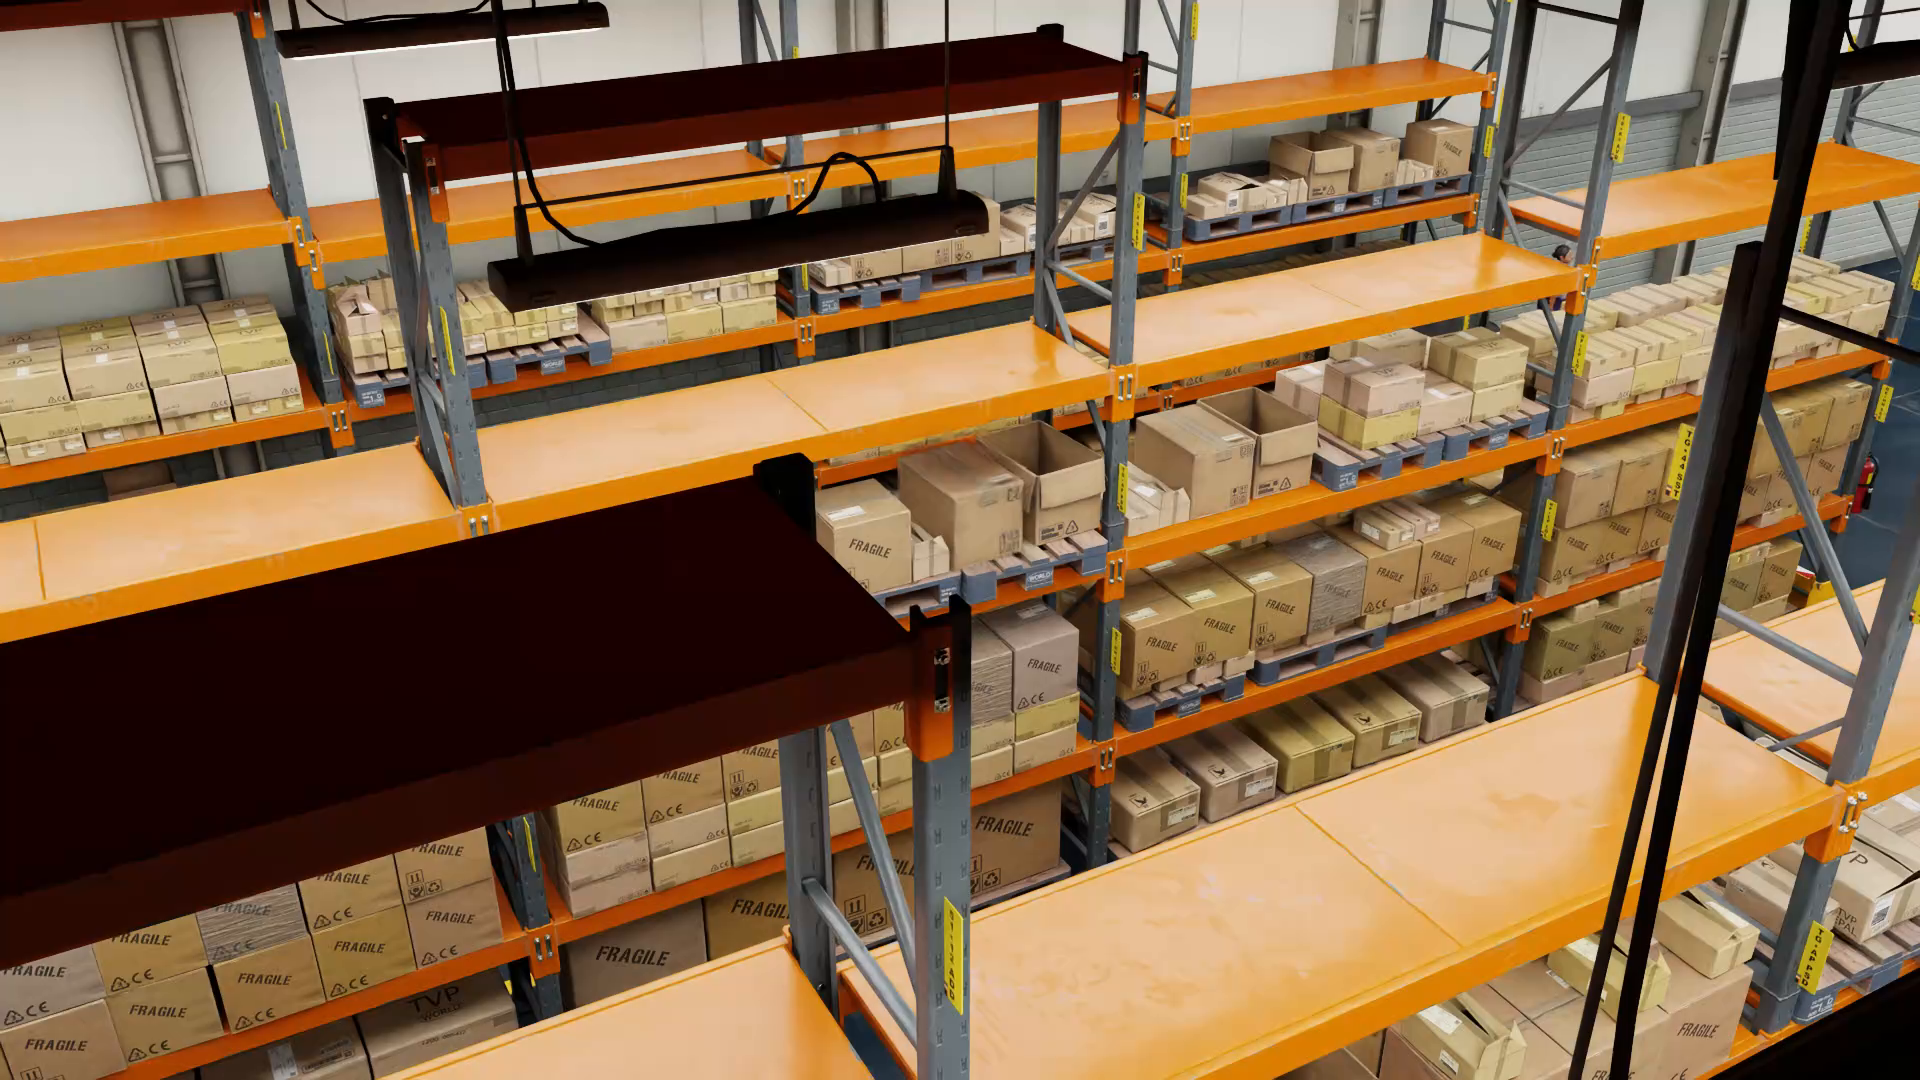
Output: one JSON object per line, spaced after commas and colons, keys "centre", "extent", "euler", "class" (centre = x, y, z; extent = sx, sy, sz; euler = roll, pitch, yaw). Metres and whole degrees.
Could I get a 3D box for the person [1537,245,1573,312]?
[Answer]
{"centre": [7.416, -2.867, 20.704], "extent": [0.649, 1.690, 0.493], "euler": [-2, 28, -4], "class": "person"}
